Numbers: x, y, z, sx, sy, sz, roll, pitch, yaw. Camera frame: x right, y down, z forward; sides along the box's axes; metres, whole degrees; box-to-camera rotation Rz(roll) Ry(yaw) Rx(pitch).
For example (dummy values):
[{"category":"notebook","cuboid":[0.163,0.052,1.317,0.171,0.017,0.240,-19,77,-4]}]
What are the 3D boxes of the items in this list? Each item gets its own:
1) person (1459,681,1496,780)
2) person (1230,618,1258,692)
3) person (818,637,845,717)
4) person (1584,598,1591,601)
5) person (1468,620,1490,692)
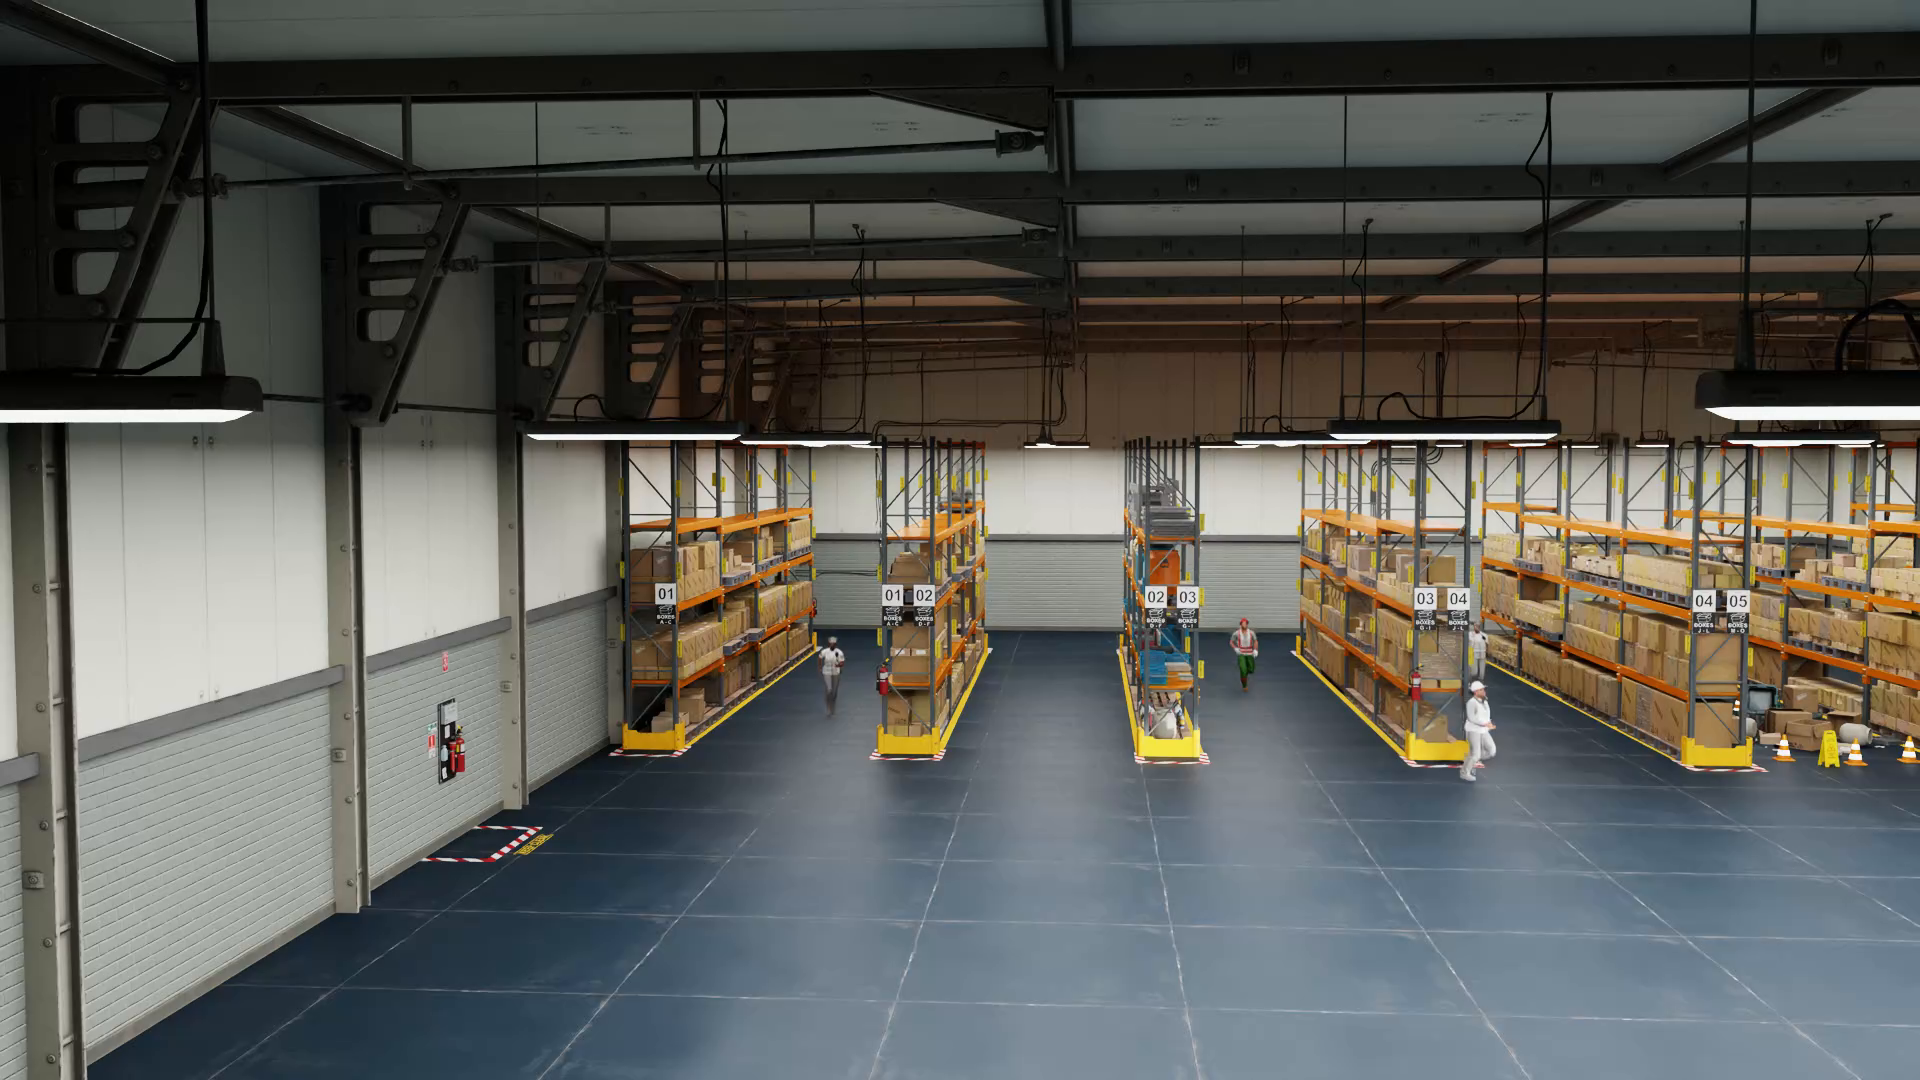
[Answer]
[{"category":"person","cuboid":[9.031,3.311,28.871,0.693,1.728,0.670,-3,4,-43]},{"category":"person","cuboid":[6.802,2.738,39.848,0.676,1.724,0.675,0,3,-7]},{"category":"person","cuboid":[-2.777,2.957,36.046,0.537,1.746,0.827,-1,3,-14]},{"category":"person","cuboid":[16.813,2.426,44.596,0.705,1.765,0.961,0,3,-1]},{"category":"person","cuboid":[12.201,2.751,39.209,0.656,1.733,0.610,0,3,-4]}]
